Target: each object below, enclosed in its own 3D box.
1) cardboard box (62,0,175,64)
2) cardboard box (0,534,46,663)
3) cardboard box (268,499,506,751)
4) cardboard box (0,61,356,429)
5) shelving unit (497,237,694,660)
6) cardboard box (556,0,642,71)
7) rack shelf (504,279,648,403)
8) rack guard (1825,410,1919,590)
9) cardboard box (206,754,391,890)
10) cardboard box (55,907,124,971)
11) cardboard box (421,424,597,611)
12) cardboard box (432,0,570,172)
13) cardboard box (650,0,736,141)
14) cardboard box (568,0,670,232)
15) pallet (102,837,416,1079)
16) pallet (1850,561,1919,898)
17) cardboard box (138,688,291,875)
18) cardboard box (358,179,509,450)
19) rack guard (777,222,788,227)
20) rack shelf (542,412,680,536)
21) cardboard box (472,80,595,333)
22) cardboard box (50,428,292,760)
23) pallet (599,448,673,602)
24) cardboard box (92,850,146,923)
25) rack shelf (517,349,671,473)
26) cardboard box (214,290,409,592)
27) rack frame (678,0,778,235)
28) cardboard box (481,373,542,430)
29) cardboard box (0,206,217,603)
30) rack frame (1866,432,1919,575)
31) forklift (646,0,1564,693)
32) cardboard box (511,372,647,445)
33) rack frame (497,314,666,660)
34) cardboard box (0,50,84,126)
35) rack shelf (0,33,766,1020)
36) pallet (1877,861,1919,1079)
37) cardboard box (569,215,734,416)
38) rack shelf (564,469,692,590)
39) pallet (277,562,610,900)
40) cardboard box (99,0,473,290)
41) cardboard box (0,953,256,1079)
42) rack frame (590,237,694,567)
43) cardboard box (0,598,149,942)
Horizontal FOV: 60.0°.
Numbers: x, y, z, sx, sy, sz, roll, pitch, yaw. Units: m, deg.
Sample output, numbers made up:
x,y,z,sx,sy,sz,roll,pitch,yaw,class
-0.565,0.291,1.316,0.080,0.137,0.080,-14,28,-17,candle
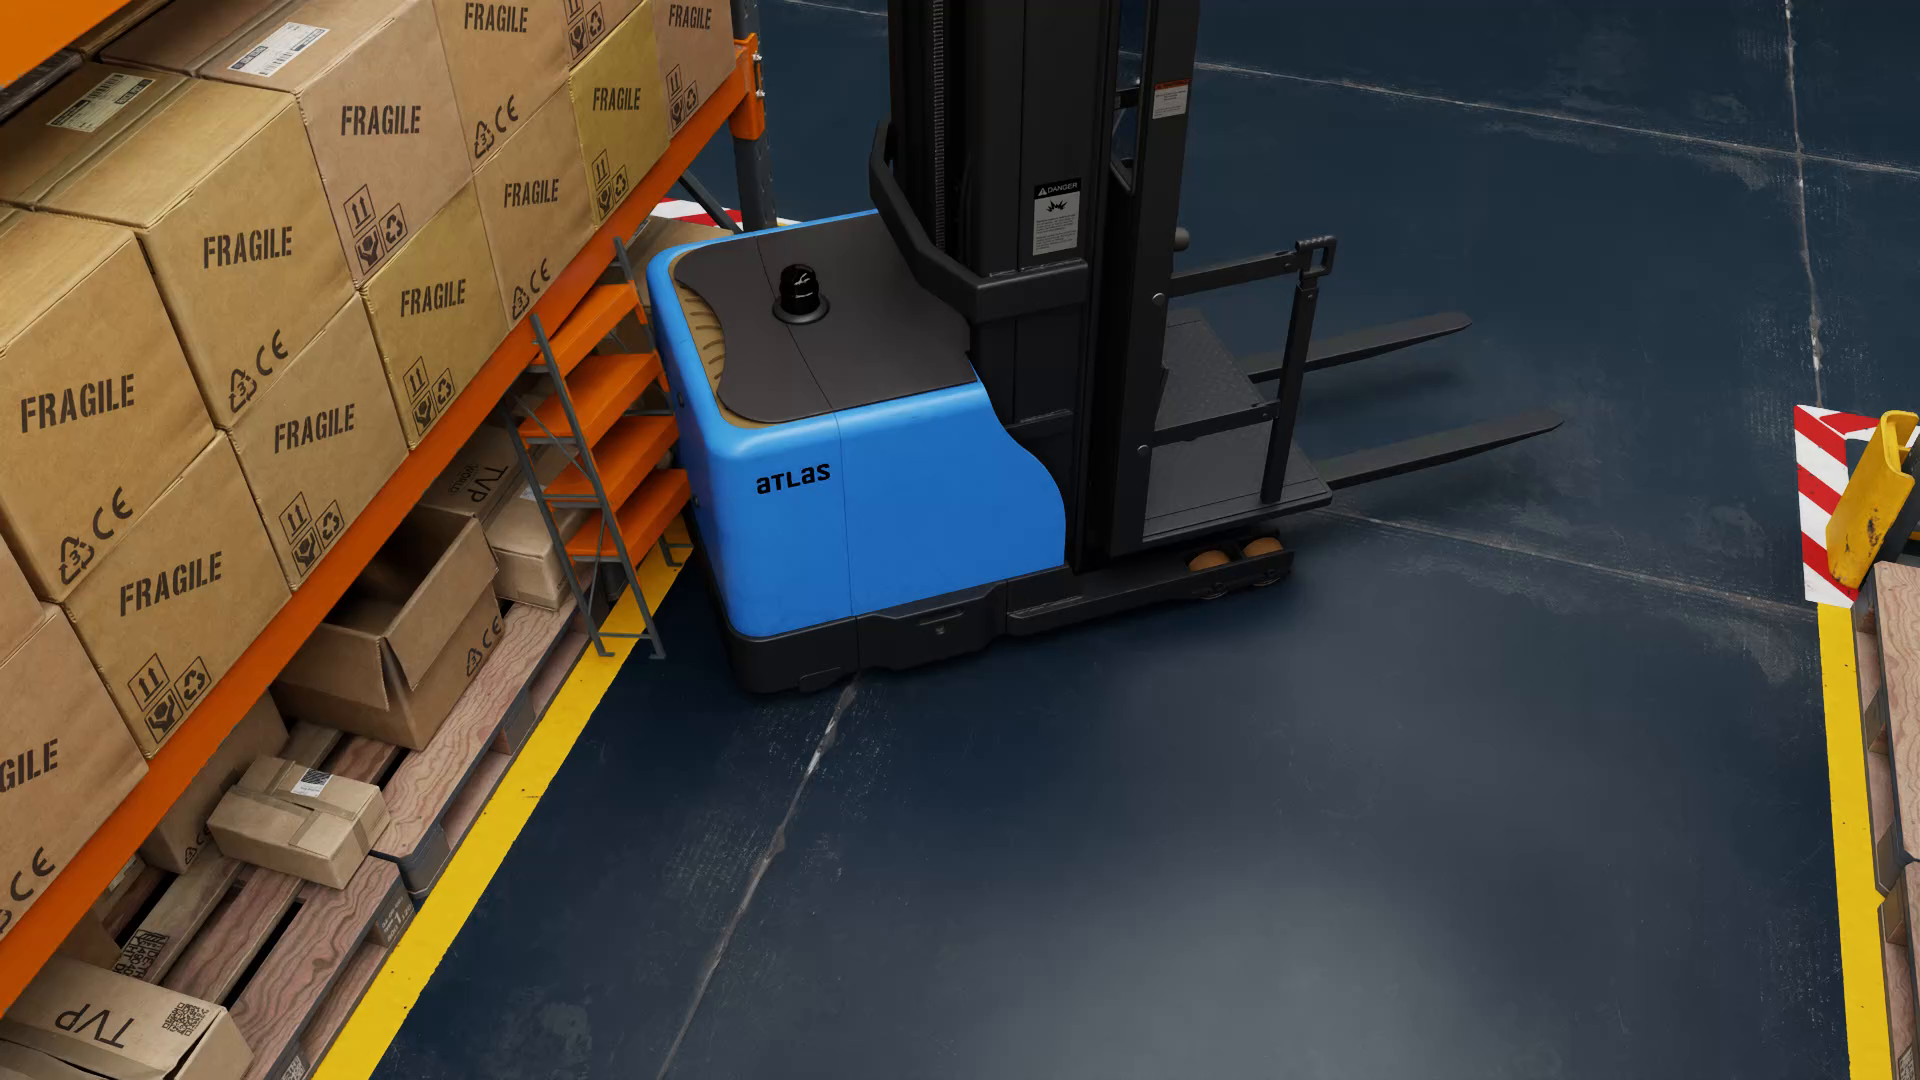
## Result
x,y,z,sx,sy,sz,roll,pitch,yaw,class
-2.022,-1.079,3.922,0.500,0.500,0.500,12,46,12,cardboard box
-1.976,0.071,2.746,0.500,0.500,0.500,14,46,14,cardboard box
-1.823,0.200,4.871,0.797,0.503,0.637,13,46,13,cardboard box
-1.664,-0.615,3.448,0.500,0.500,0.500,11,46,11,cardboard box
-1.076,-0.265,5.101,0.258,1.200,0.503,1,35,22,shelving unit
-1.201,-1.649,4.504,0.500,0.500,0.500,14,46,14,cardboard box
-1.154,-0.587,4.891,0.258,0.148,0.480,1,35,22,rack shelf
3.539,-0.021,5.414,1.175,0.500,0.348,13,46,13,rack guard
-1.801,0.762,4.538,0.380,0.166,0.250,13,46,13,cardboard box
-2.485,1.015,4.041,0.500,0.500,0.500,13,46,13,cardboard box
-1.422,-0.080,5.339,0.500,0.250,0.500,13,46,13,cardboard box
-1.353,-1.302,4.150,0.500,0.500,0.500,14,46,14,cardboard box
-1.052,-1.627,5.196,0.500,0.500,0.500,14,46,14,cardboard box
-1.206,-1.280,4.842,0.500,0.500,0.500,13,46,13,cardboard box
-2.178,1.258,4.314,1.003,0.211,1.213,13,46,13,pallet
3.257,0.642,4.943,1.003,0.211,1.213,13,46,13,pallet
-2.258,0.583,4.618,0.500,0.311,0.500,13,46,13,cardboard box
-1.515,-0.613,4.160,0.500,0.500,0.500,12,46,12,cardboard box
-1.199,-1.003,6.418,1.175,0.500,0.348,13,46,13,rack guard
-1.062,-0.210,5.137,0.258,0.148,0.480,1,35,22,rack shelf
-1.362,-0.949,4.504,0.500,0.500,0.500,13,46,13,cardboard box
-1.821,0.059,3.473,0.500,0.500,0.500,13,46,13,cardboard box
-1.439,-0.368,5.976,1.003,0.211,1.213,13,46,13,pallet
-2.428,0.878,4.432,0.380,0.149,0.250,13,46,13,cardboard box
-1.107,-0.393,5.017,0.258,0.148,0.480,1,35,22,rack shelf
-1.667,-0.274,3.814,0.500,0.500,0.500,12,46,12,cardboard box
-1.176,-1.947,5.595,1.000,3.000,0.127,13,46,13,rack frame
-1.762,-0.486,5.754,0.500,0.250,0.500,13,46,13,cardboard box
-1.820,-0.273,3.098,0.500,0.500,0.500,11,45,11,cardboard box
3.544,-0.896,4.521,1.000,3.000,0.127,13,46,13,rack frame
0.591,-1.188,4.868,3.031,2.935,1.130,-13,46,-13,forklift
-1.314,-0.427,5.752,0.380,0.166,0.250,13,46,13,cardboard box
-1.151,-0.126,4.916,0.240,1.200,0.015,1,35,22,rack frame
-2.175,-0.744,3.579,0.500,0.500,0.500,13,46,13,cardboard box
-1.781,-0.357,4.485,1.077,0.370,4.000,13,46,13,rack shelf
2.886,1.453,4.114,1.003,0.211,1.213,13,46,13,pallet
-1.106,-0.797,5.892,0.500,0.500,0.500,13,46,13,cardboard box
-1.023,-0.047,5.243,0.258,0.148,0.480,1,35,22,rack shelf
-1.811,0.442,5.147,1.003,0.211,1.213,13,46,13,pallet
-1.509,-0.960,3.800,0.500,0.500,0.500,14,46,14,cardboard box
-2.054,1.289,3.896,0.500,0.311,0.500,13,46,13,cardboard box
-1.000,-0.404,5.286,0.240,1.200,0.015,1,35,22,rack frame
-1.973,0.401,3.124,0.500,0.500,0.500,14,46,14,cardboard box
